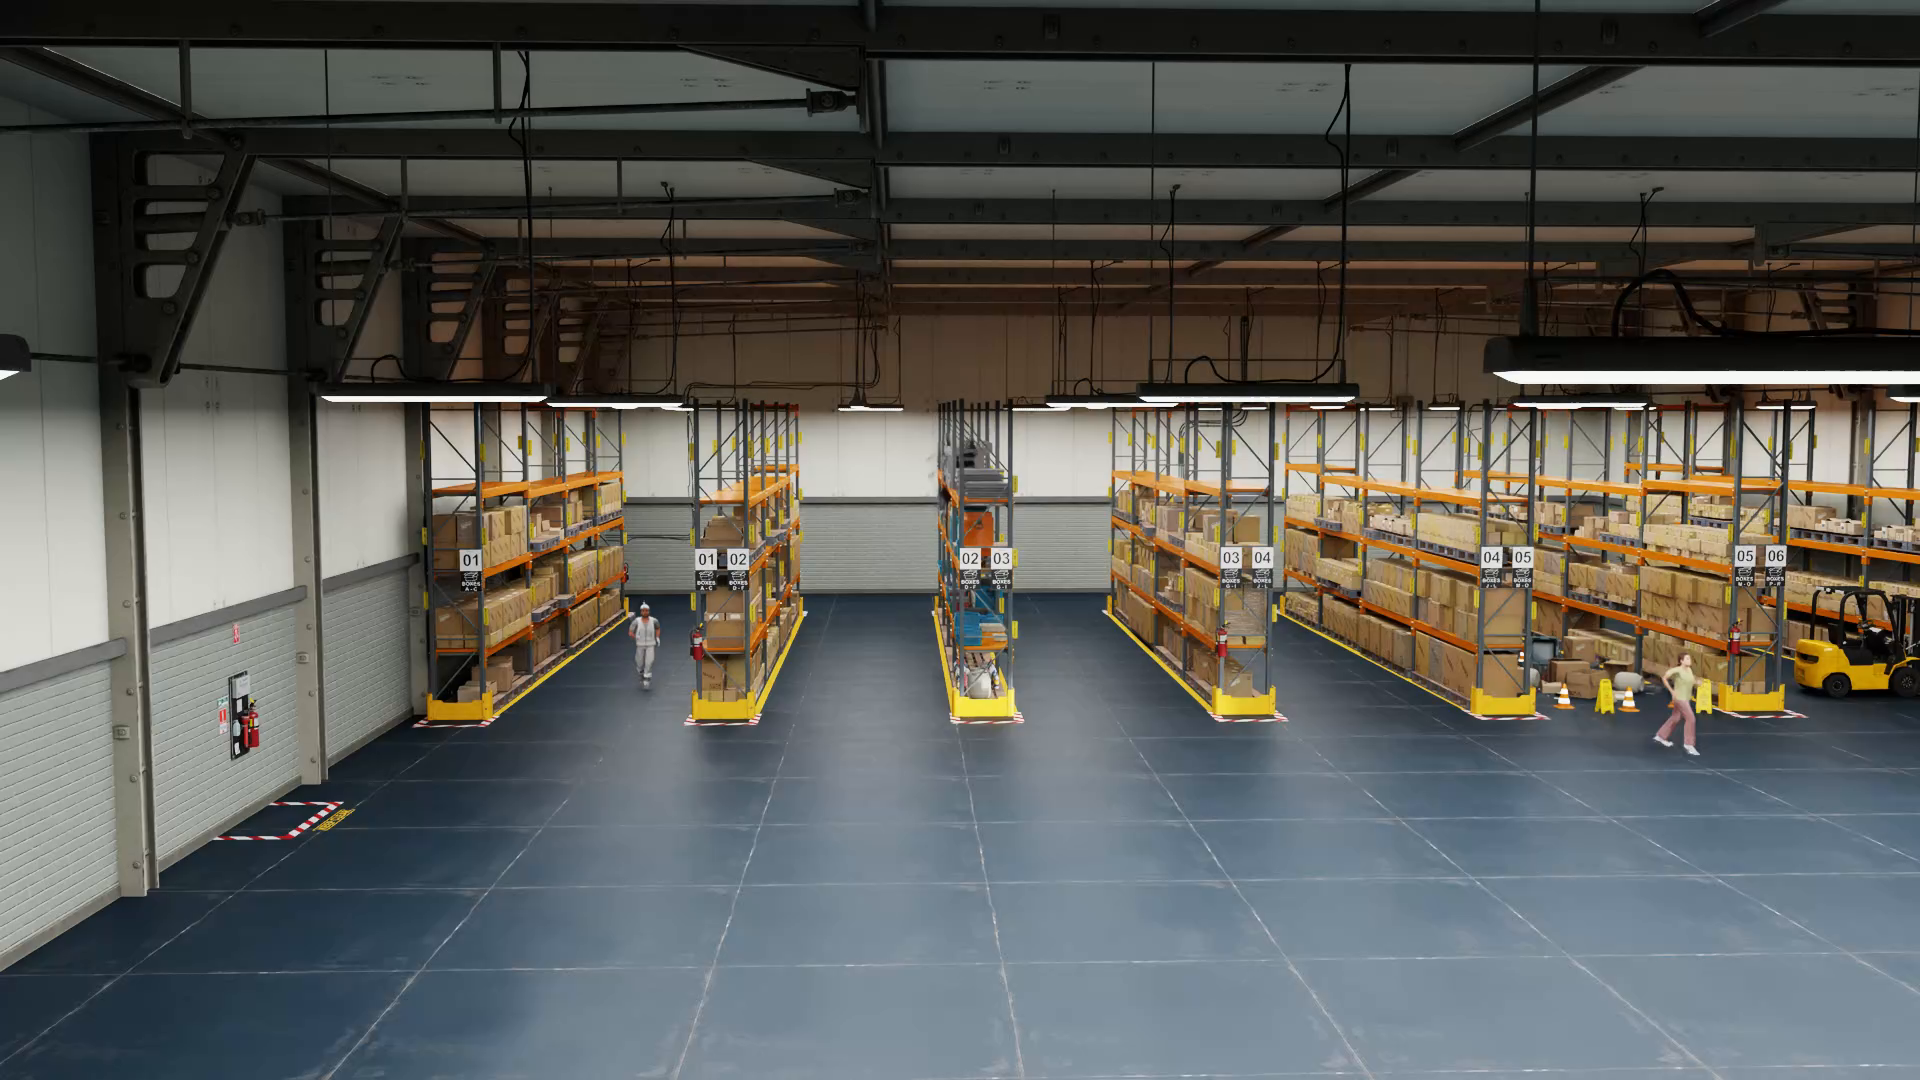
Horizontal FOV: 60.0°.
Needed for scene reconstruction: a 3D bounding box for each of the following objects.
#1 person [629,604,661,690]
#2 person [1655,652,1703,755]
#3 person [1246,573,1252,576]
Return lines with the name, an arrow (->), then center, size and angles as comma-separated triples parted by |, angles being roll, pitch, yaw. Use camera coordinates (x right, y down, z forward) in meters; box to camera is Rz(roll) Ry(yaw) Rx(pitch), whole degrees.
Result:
person -> -6.563, 2.208, 34.663 | 0.663, 1.757, 0.782 | -1, 4, -14
person -> 12.242, 2.756, 28.265 | 0.549, 1.711, 0.793 | -4, 6, -44
person -> 8.062, 1.264, 47.756 | 0.678, 1.754, 0.816 | 2, 5, 25
